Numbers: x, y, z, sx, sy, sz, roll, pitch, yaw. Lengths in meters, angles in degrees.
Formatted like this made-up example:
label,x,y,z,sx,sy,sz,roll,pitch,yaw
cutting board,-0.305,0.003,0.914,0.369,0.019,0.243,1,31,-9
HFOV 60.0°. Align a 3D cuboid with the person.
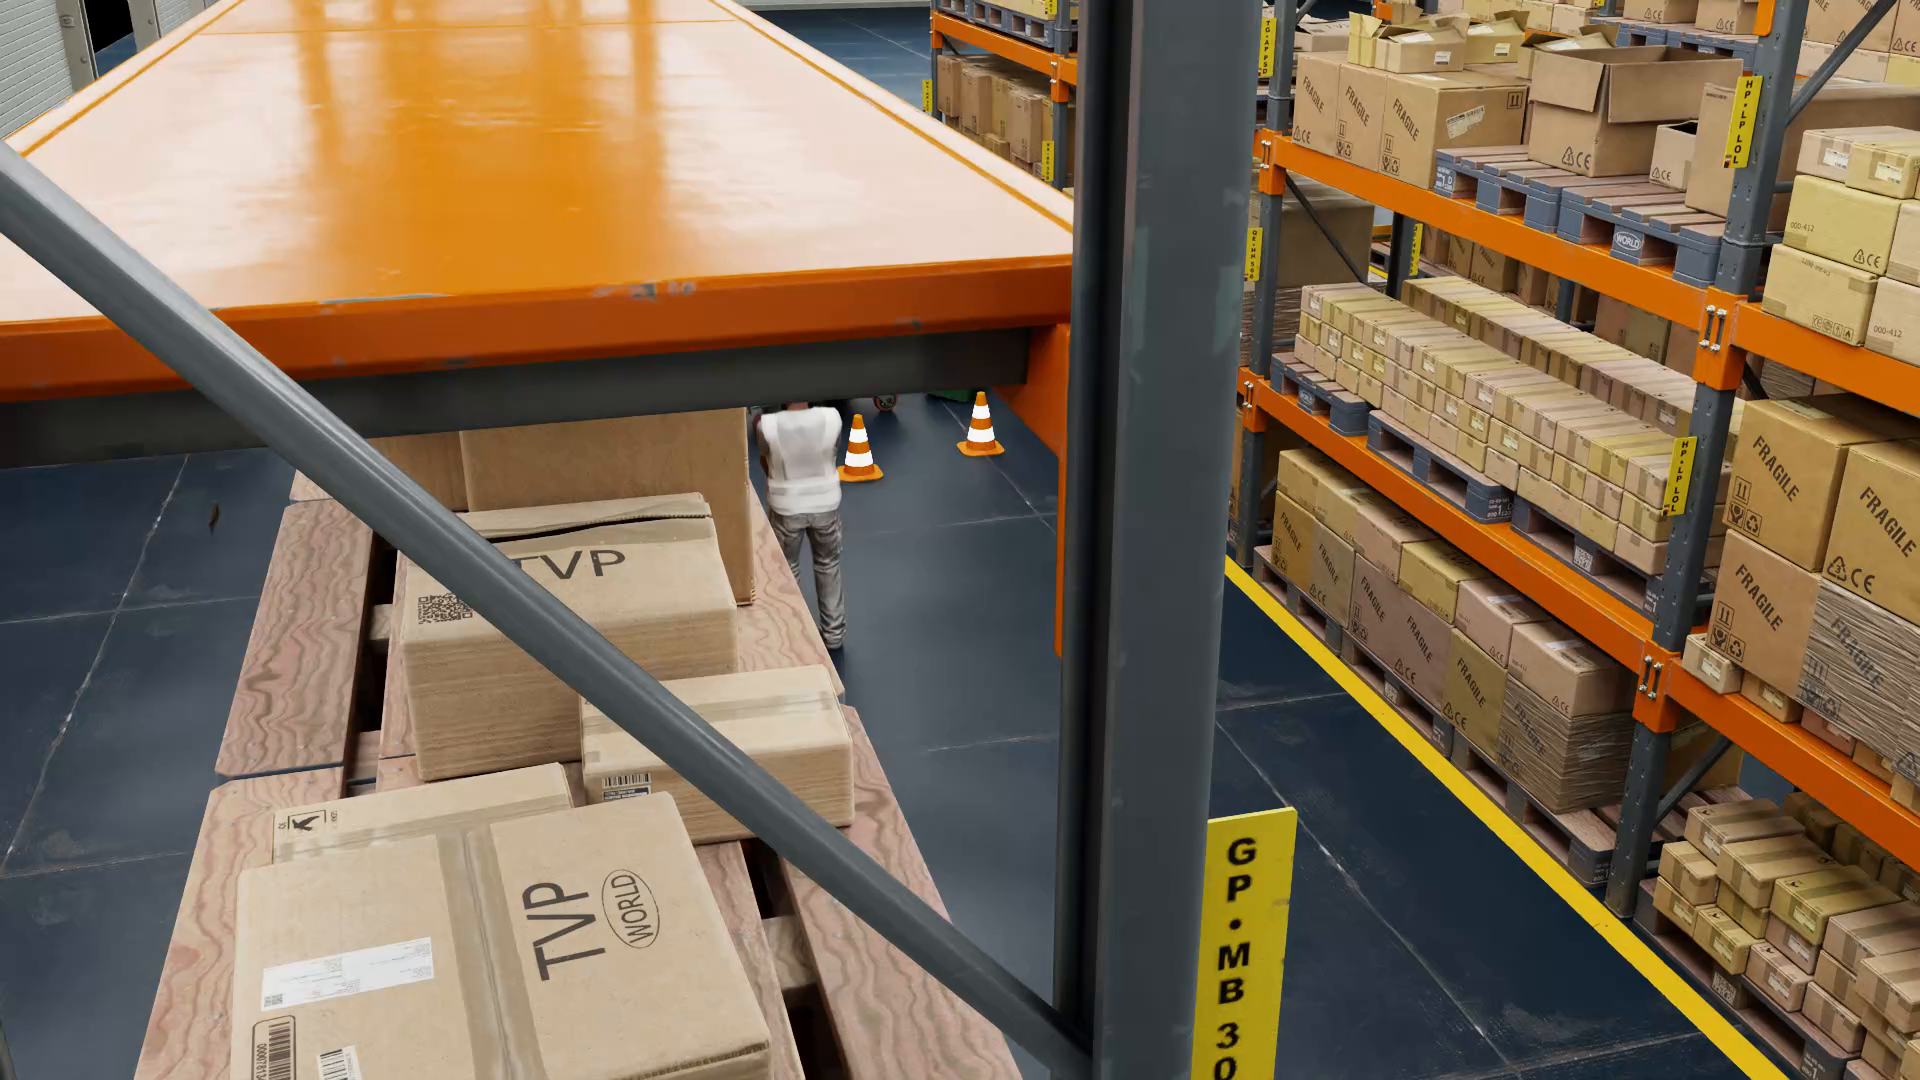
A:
label,x,y,z,sx,sy,sz,roll,pitch,yaw
person,-0.924,-0.199,9.556,0.627,1.774,0.450,-8,24,-18
